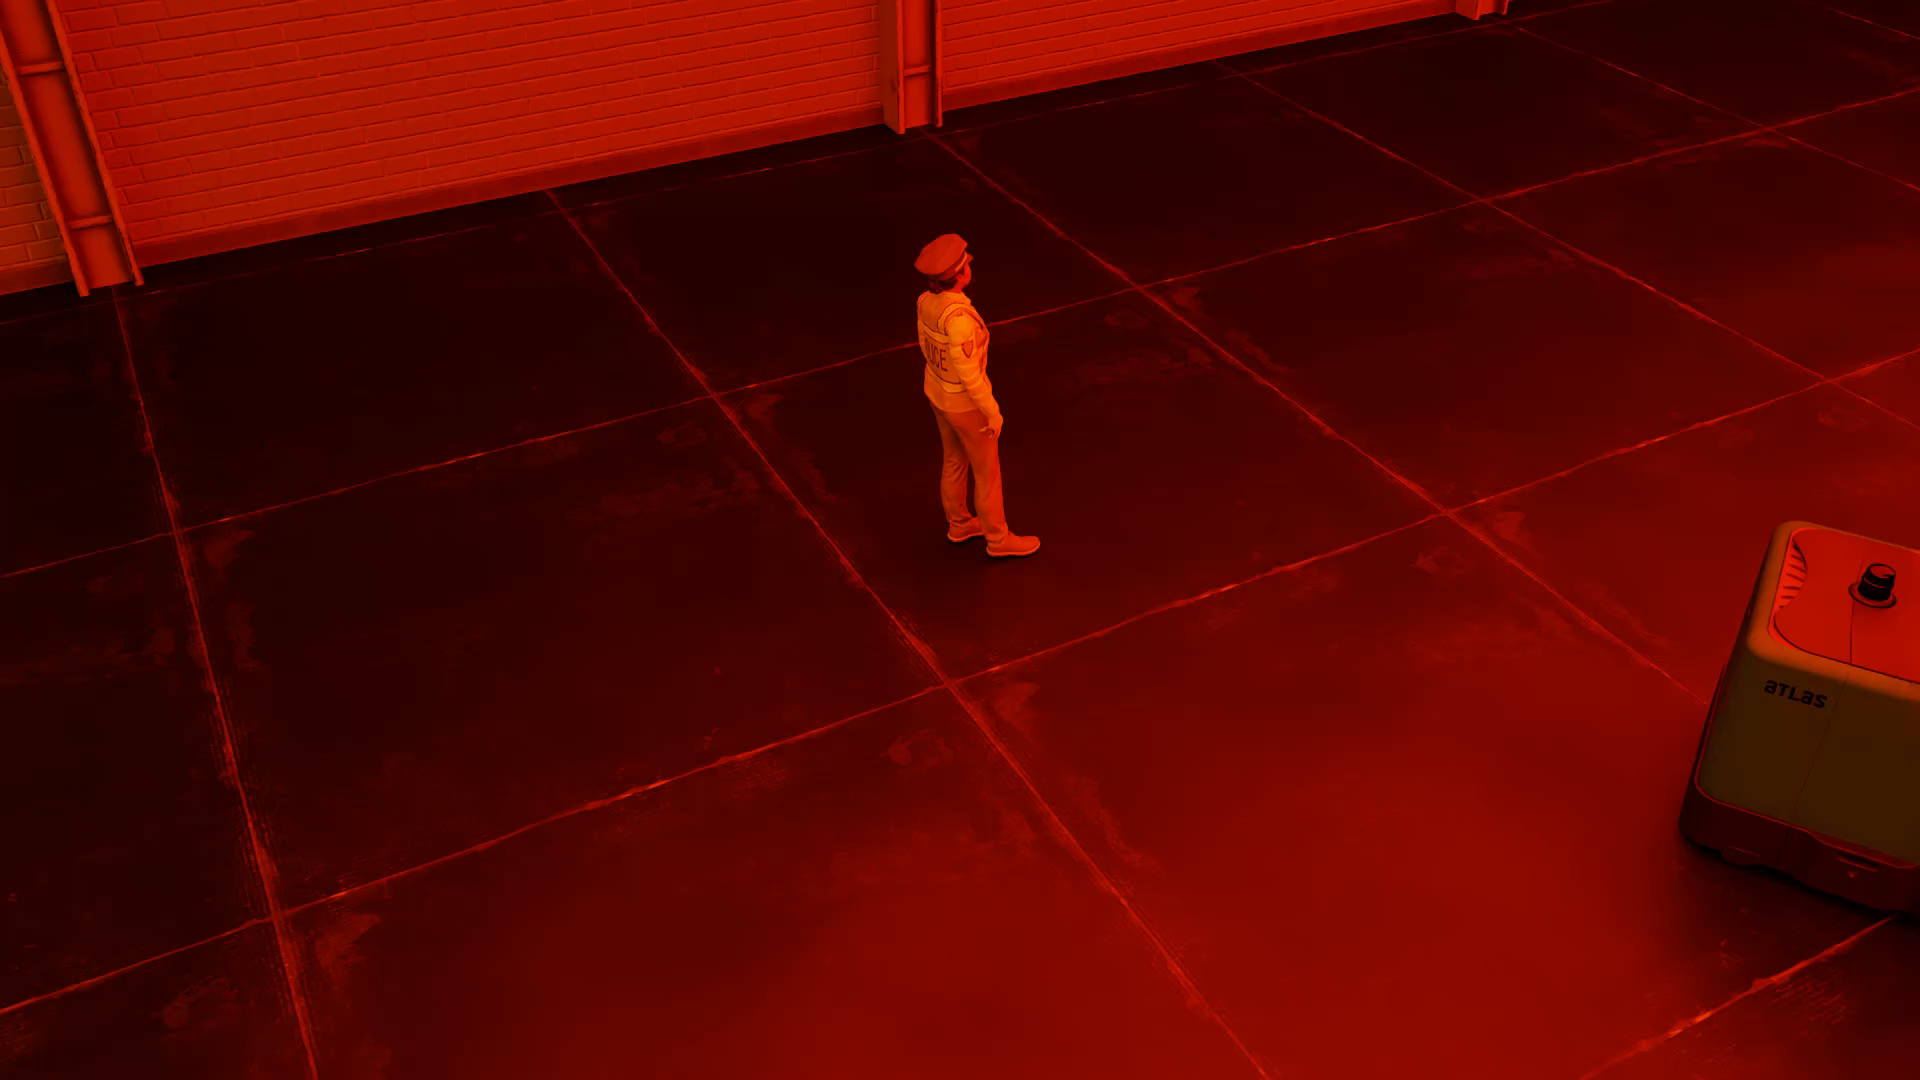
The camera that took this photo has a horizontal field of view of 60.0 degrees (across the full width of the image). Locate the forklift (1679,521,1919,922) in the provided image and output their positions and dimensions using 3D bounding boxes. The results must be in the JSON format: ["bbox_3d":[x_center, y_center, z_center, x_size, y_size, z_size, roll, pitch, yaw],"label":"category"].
[{"bbox_3d":[4.513,0.230,5.797,3.031,2.935,1.130,18,39,23],"label":"forklift"}]

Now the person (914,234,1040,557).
[{"bbox_3d":[0.064,-0.713,8.191,0.530,1.694,0.586,-17,39,-23],"label":"person"}]
